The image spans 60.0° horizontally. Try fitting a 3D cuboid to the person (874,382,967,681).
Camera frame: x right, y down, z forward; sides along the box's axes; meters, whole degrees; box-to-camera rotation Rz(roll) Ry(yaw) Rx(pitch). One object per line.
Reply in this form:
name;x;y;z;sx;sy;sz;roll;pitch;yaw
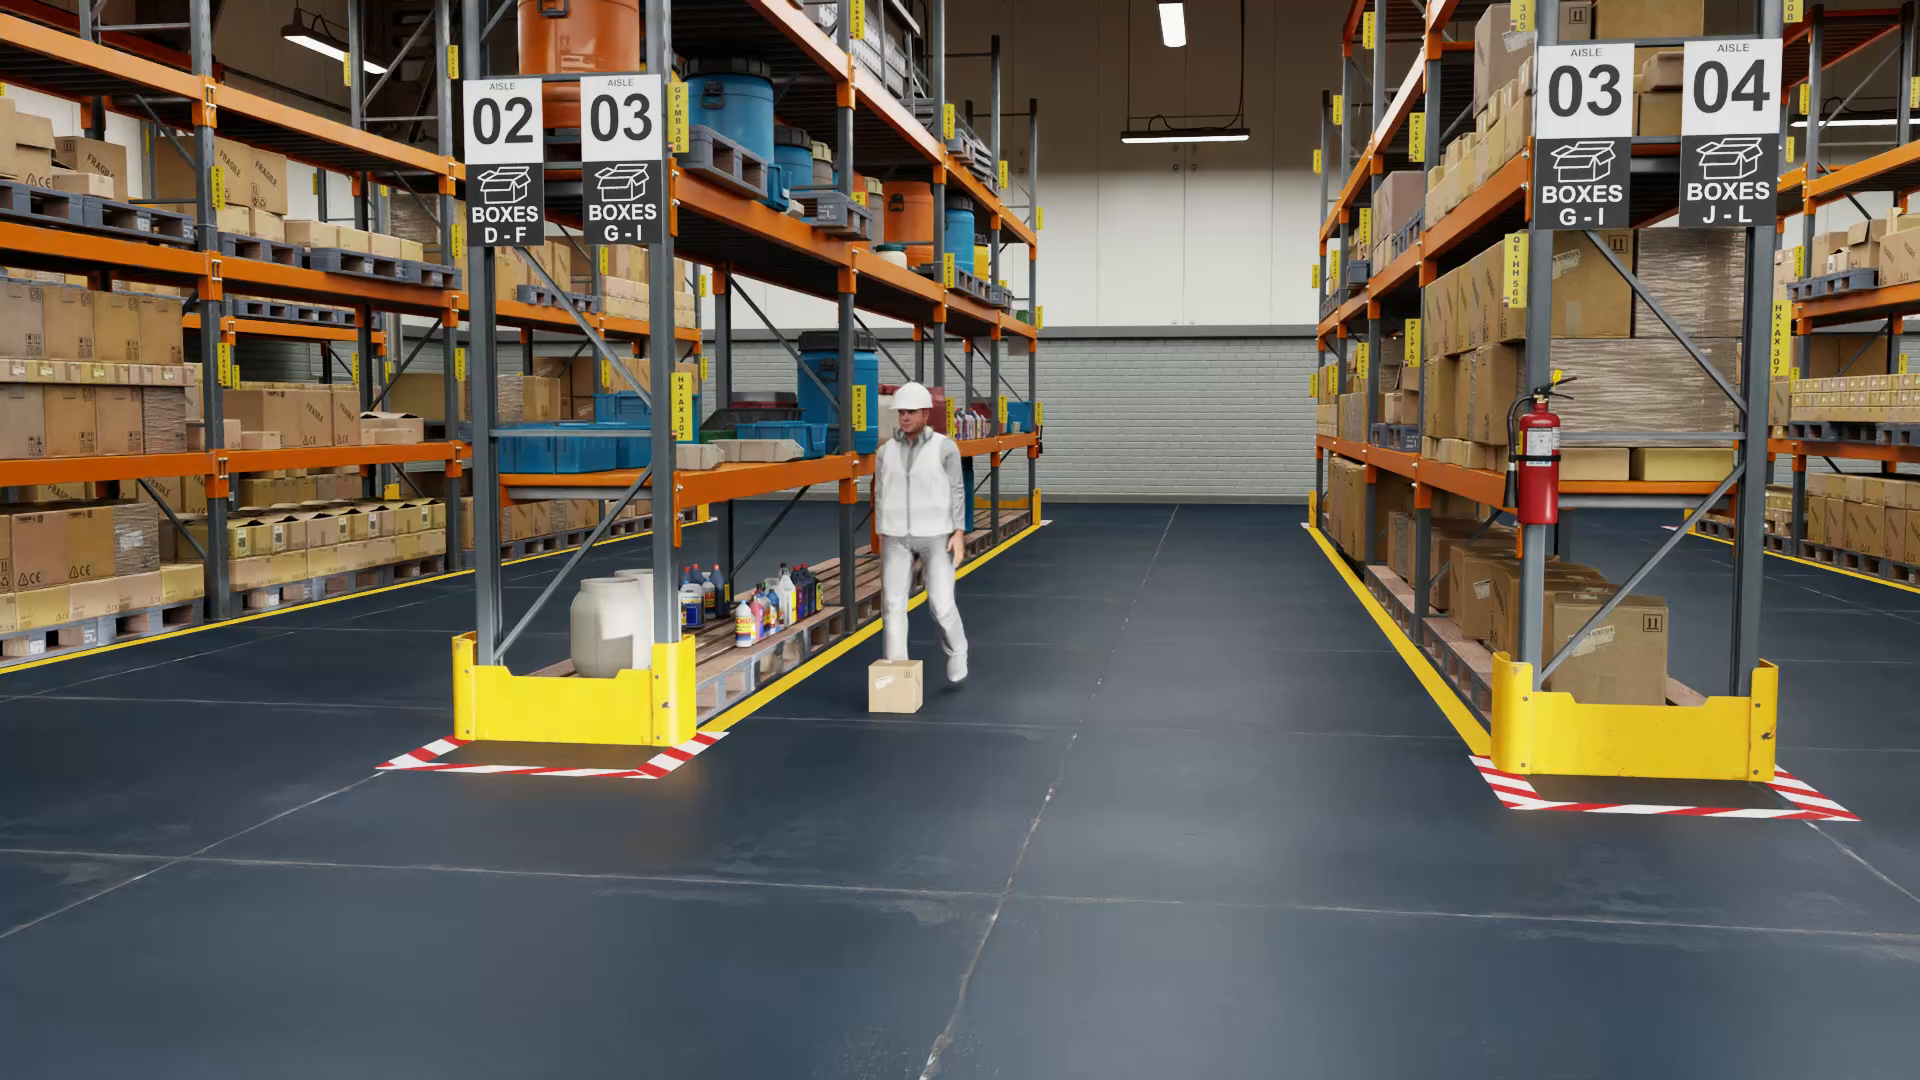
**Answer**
person;-0.252;-0.015;9.474;0.565;1.762;0.703;1;5;14
